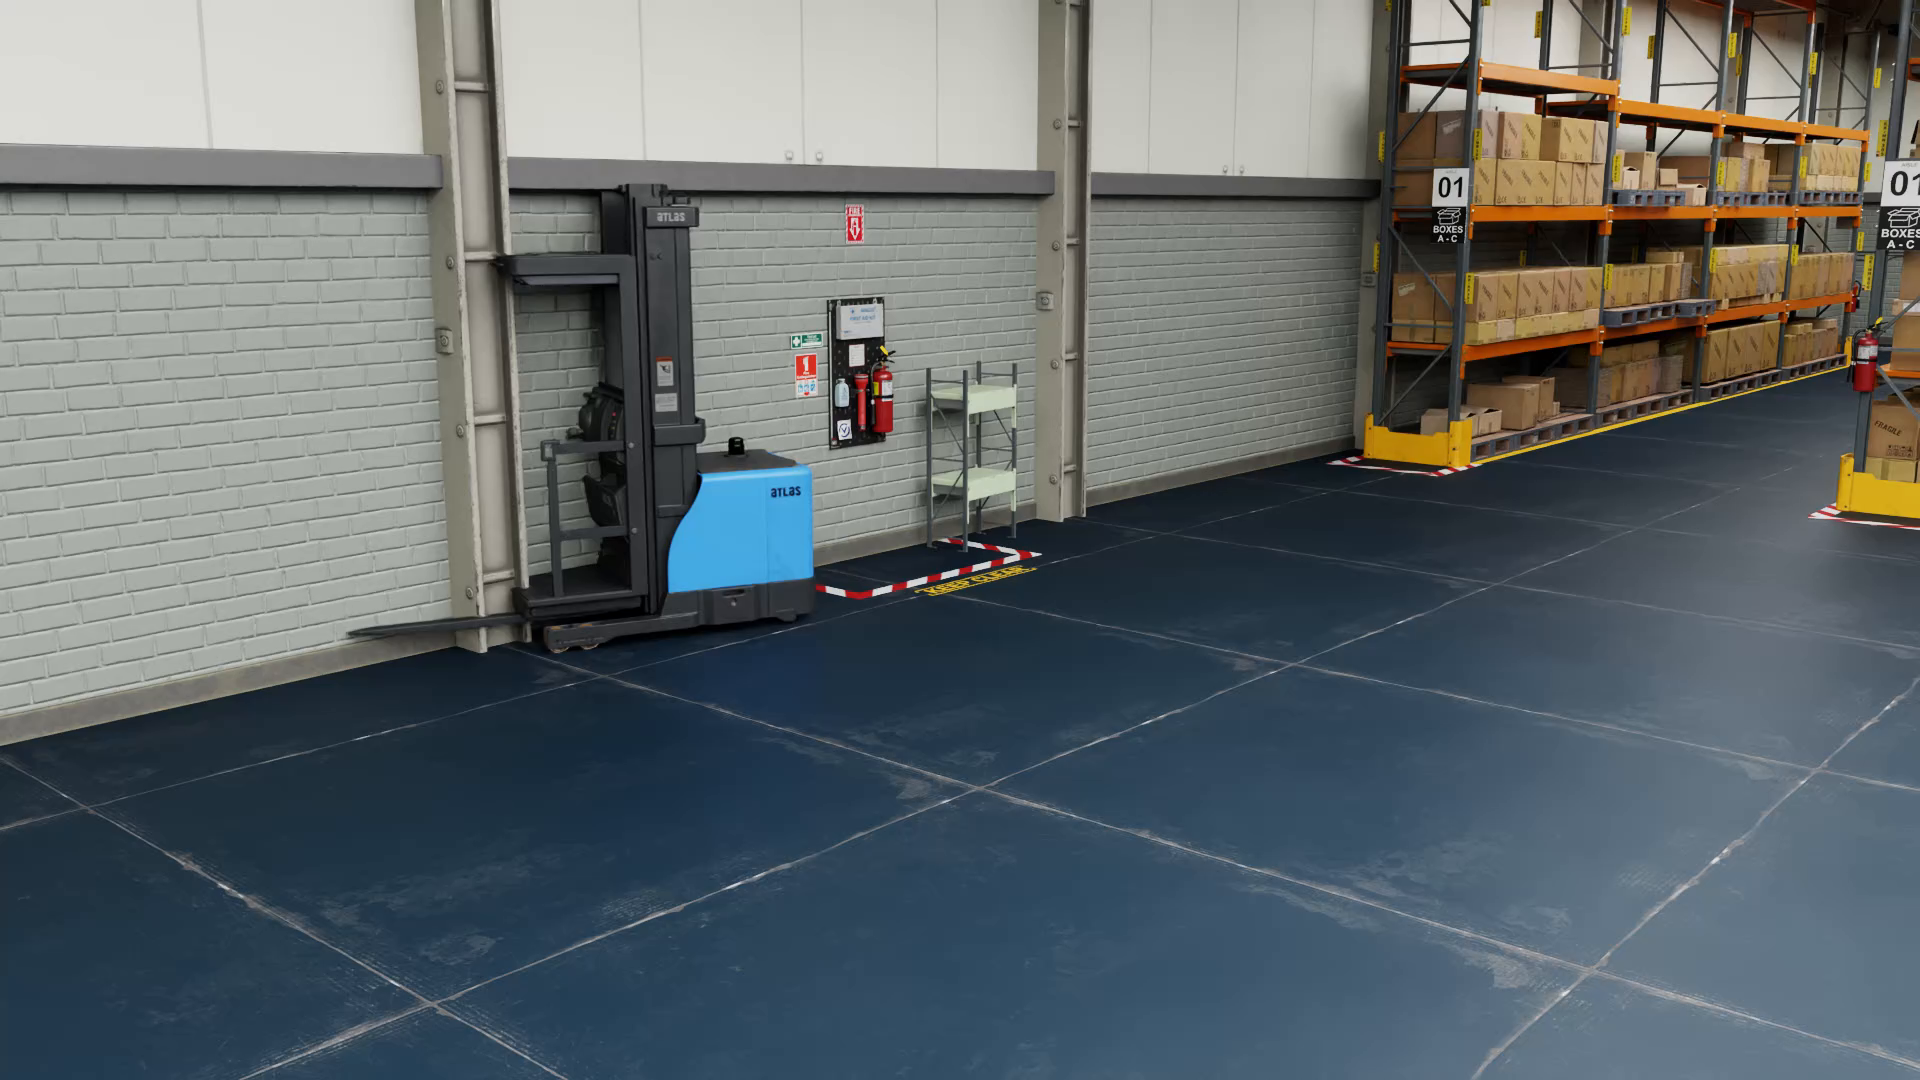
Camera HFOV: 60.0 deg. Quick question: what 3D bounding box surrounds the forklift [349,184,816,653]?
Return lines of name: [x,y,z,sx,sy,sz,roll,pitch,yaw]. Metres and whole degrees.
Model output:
forklift: [-2.541,-0.835,10.911,3.031,2.935,1.130,-6,13,-26]

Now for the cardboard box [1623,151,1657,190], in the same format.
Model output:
cardboard box: [8.941,-4.915,22.177,0.500,0.500,0.500,9,14,38]

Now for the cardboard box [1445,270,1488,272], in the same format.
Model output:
cardboard box: [5.894,-2.900,19.488,0.500,0.500,0.500,9,15,39]

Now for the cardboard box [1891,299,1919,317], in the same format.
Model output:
cardboard box: [8.898,-2.158,15.443,0.380,0.149,0.250,9,15,39]

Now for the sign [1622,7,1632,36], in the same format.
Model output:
sign: [8.101,-6.304,20.211,0.100,0.325,0.005,10,15,40]

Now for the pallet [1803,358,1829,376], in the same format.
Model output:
pallet: [14.352,-3.030,28.841,1.003,0.211,1.213,10,15,40]

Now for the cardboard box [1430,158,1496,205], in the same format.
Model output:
cardboard box: [5.474,-3.896,18.095,0.500,0.500,0.500,10,15,42]

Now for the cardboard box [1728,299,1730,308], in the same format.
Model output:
cardboard box: [11.387,-3.588,25.107,0.380,0.149,0.250,10,15,42]

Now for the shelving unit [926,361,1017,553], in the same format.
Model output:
shelving unit: [0.103,-0.714,13.957,0.431,1.500,0.755,8,14,34]

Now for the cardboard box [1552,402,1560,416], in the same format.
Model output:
cardboard box: [7.375,-1.682,21.083,0.380,0.166,0.250,7,14,33]

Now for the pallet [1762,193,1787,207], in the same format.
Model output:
pallet: [12.418,-5.351,26.173,0.805,0.209,1.217,9,14,38]

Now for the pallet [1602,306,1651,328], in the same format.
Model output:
pallet: [8.319,-2.938,21.750,1.003,0.211,1.213,10,15,40]

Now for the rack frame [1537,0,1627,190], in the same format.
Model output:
rack frame: [7.706,-5.880,20.675,1.000,3.000,0.127,10,15,40]

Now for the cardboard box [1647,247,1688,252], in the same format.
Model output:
cardboard box: [10.451,-4.199,24.596,0.500,0.250,0.500,10,15,42]

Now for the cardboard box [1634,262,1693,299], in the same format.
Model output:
cardboard box: [10.043,-3.721,23.803,0.700,0.500,0.500,8,14,34]

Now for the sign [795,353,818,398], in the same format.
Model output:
sign: [-1.186,-1.272,12.832,0.001,0.329,0.234,10,15,40]

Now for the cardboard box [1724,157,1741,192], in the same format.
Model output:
cardboard box: [11.308,-5.505,25.080,0.700,0.500,0.500,11,16,43]

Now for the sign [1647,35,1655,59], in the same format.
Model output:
sign: [9.927,-7.075,23.871,0.100,0.325,0.005,10,15,40]

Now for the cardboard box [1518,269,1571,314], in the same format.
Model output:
cardboard box: [6.960,-2.986,19.918,0.500,0.500,0.500,9,15,39]

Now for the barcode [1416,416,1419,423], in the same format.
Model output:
barcode: [5.301,-1.396,19.259,0.001,0.075,0.075,10,15,40]

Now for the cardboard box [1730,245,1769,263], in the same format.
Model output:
cardboard box: [12.189,-4.437,25.785,0.500,0.250,0.500,10,15,41]

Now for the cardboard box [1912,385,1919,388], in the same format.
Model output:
cardboard box: [10.228,-1.348,17.338,0.500,0.500,0.500,10,15,40]

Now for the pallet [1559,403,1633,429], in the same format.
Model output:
pallet: [8.218,-1.685,22.110,1.003,0.211,1.213,10,15,40]

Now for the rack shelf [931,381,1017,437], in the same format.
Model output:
rack shelf: [0.103,-1.097,13.880,0.431,0.370,0.720,8,14,34]

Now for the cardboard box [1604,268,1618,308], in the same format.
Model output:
cardboard box: [8.067,-3.273,21.562,0.700,0.500,0.500,10,15,41]

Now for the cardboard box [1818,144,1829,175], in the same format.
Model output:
cardboard box: [14.002,-6.280,27.478,0.500,0.500,0.500,9,15,39]

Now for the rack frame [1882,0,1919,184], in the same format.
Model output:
rack frame: [8.789,-4.651,14.524,1.000,3.000,0.127,10,15,40]

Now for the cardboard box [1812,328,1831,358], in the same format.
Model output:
cardboard box: [14.910,-3.494,29.356,0.700,0.500,0.500,10,15,40]

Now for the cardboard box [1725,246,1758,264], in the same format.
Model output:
cardboard box: [11.853,-4.362,25.409,0.500,0.250,0.500,9,15,39]

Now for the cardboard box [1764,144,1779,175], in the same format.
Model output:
cardboard box: [13.272,-6.268,27.417,0.500,0.500,0.500,10,15,40]

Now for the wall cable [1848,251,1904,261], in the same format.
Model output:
wall cable: [19.629,-6.909,33.753,3.097,2.526,0.112,10,15,40]

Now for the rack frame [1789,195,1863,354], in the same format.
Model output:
rack frame: [15.627,-4.703,30.102,1.000,3.000,0.127,10,15,40]

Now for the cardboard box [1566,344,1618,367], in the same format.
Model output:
cardboard box: [8.467,-2.471,22.270,0.500,0.250,0.500,9,15,39]

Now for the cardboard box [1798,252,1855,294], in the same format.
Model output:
cardboard box: [15.298,-4.774,29.690,0.980,0.700,0.700,11,16,43]

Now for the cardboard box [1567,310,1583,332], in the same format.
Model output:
cardboard box: [7.286,-2.693,20.368,0.500,0.250,0.500,10,15,41]

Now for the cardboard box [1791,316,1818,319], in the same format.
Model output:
cardboard box: [15.172,-3.930,29.883,0.380,0.149,0.250,10,15,41]

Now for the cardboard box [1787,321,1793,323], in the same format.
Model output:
cardboard box: [14.169,-3.706,28.762,0.380,0.149,0.250,9,15,39]

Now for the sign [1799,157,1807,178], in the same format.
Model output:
sign: [13.401,-5.925,26.436,0.100,0.325,0.005,10,15,40]

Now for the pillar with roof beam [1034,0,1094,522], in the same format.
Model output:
pillar with roof beam: [4.151,-4.067,11.597,9.100,9.000,0.400,10,15,40]

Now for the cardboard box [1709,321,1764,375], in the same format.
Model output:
cardboard box: [12.071,-3.023,26.105,0.750,0.750,0.750,10,15,42]

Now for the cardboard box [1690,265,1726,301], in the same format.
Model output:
cardboard box: [10.859,-3.770,24.360,0.500,0.500,0.500,10,15,42]

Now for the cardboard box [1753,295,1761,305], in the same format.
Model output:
cardboard box: [12.281,-3.769,26.013,0.380,0.149,0.250,10,15,40]

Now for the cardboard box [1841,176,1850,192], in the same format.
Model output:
cardboard box: [15.000,-6.137,28.676,0.500,0.250,0.500,9,14,38]

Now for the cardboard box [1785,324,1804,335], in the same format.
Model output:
cardboard box: [13.920,-3.537,27.914,0.380,0.149,0.250,10,15,42]

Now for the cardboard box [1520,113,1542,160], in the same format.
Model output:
cardboard box: [6.201,-4.539,18.760,0.500,0.500,0.500,10,15,42]

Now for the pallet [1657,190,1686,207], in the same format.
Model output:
pallet: [8.875,-4.547,22.139,1.213,0.211,1.003,10,15,40]

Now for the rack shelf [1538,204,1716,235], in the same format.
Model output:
rack shelf: [9.026,-4.350,22.512,1.077,0.370,4.000,10,15,40]

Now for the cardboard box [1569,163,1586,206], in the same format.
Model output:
cardboard box: [7.215,-4.289,20.061,0.500,0.500,0.500,8,14,36]

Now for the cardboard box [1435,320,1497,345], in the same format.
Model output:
cardboard box: [5.626,-2.316,18.482,0.500,0.250,0.500,9,15,39]

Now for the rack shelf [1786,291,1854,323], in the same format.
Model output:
rack shelf: [14.307,-4.056,28.699,1.077,0.370,4.000,10,15,40]

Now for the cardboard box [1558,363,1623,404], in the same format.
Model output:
cardboard box: [8.482,-2.121,22.430,0.700,0.500,0.500,9,15,39]

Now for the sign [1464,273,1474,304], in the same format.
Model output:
sign: [5.473,-2.704,17.880,0.100,0.325,0.005,10,15,40]

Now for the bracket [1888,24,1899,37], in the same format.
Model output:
bracket: [18.865,-10.283,33.532,0.235,0.232,0.430,10,15,40]

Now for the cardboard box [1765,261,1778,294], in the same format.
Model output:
cardboard box: [12.542,-4.143,26.229,0.500,0.500,0.500,10,15,41]

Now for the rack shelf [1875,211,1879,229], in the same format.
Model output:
rack shelf: [10.109,-3.122,16.362,1.077,0.370,4.000,10,15,40]
